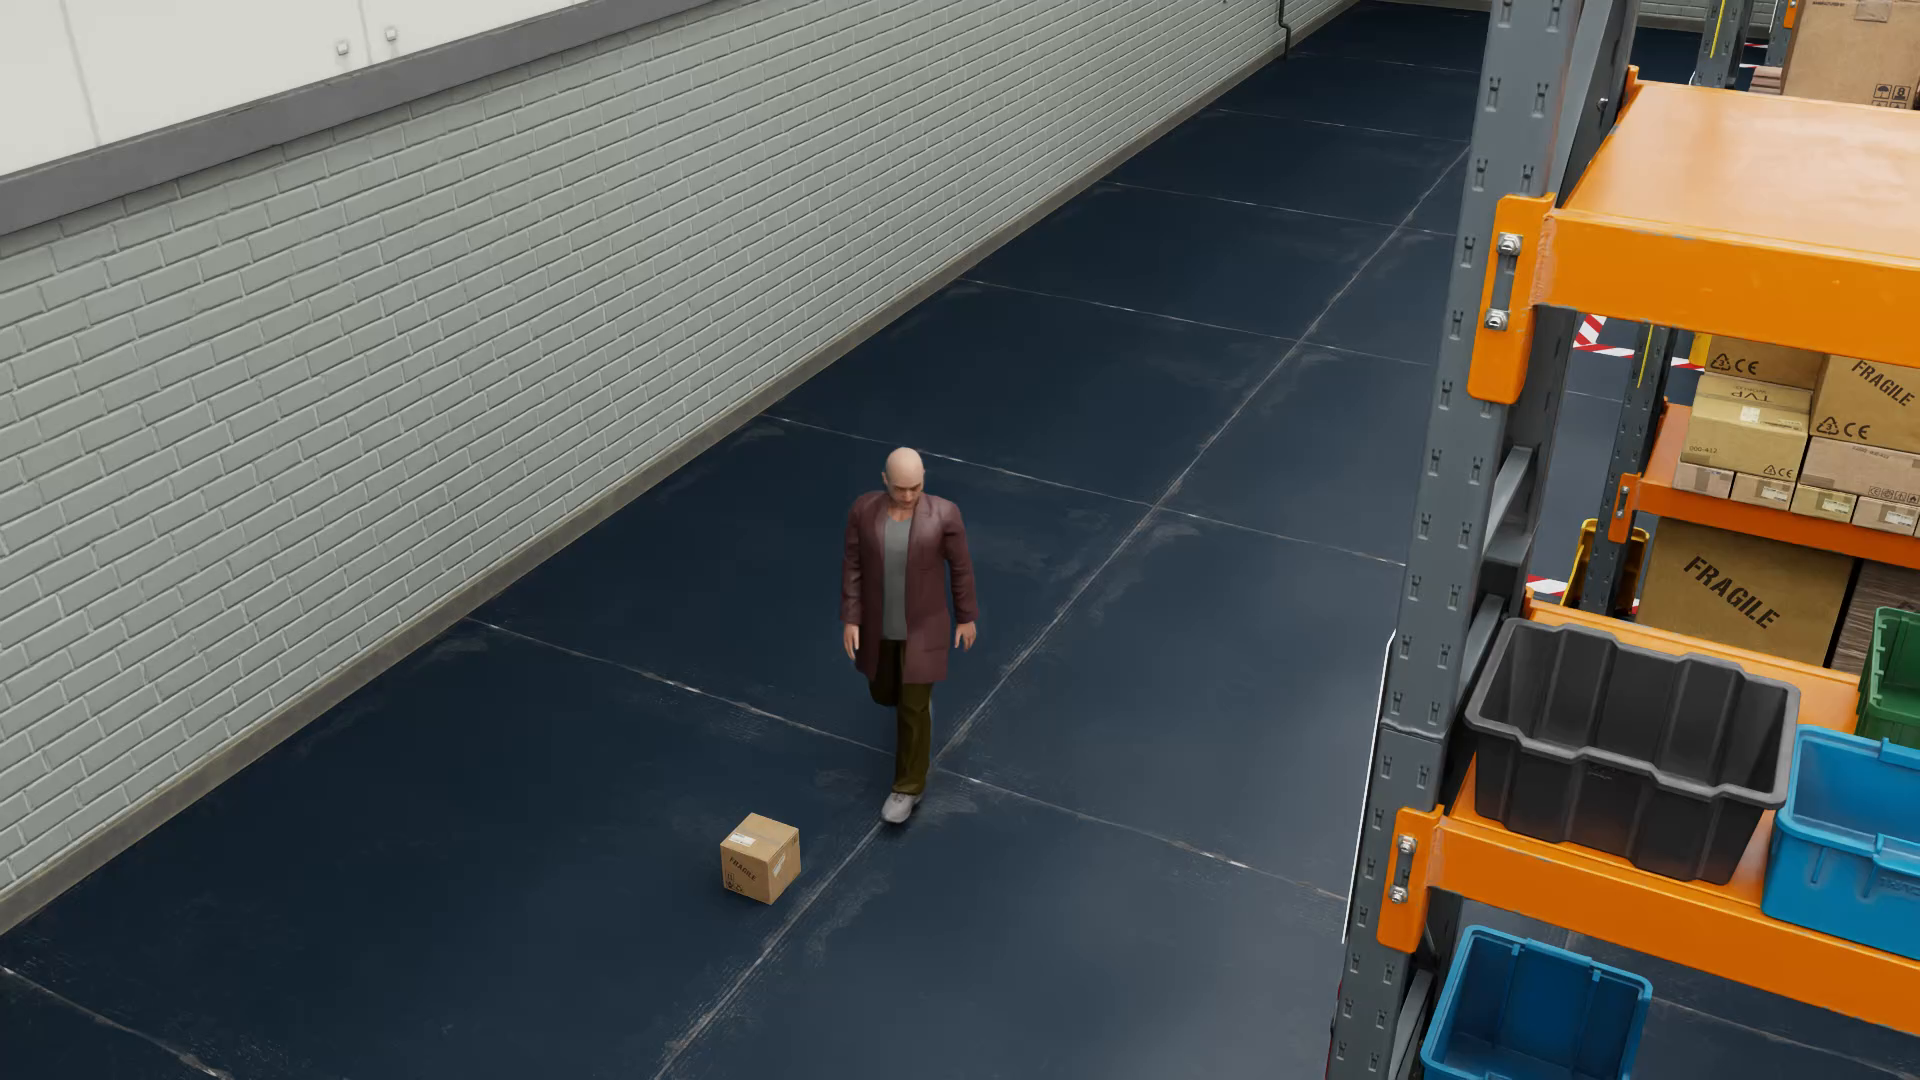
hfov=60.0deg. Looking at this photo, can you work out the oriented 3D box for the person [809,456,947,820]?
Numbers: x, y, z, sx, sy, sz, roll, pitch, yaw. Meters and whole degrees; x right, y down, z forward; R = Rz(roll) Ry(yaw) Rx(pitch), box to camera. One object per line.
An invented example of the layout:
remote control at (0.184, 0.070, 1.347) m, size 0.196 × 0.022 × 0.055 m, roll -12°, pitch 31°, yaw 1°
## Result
person at (-0.369, 0.421, 7.532) m, size 0.616 × 1.768 × 0.564 m, roll 9°, pitch 31°, yaw 15°
